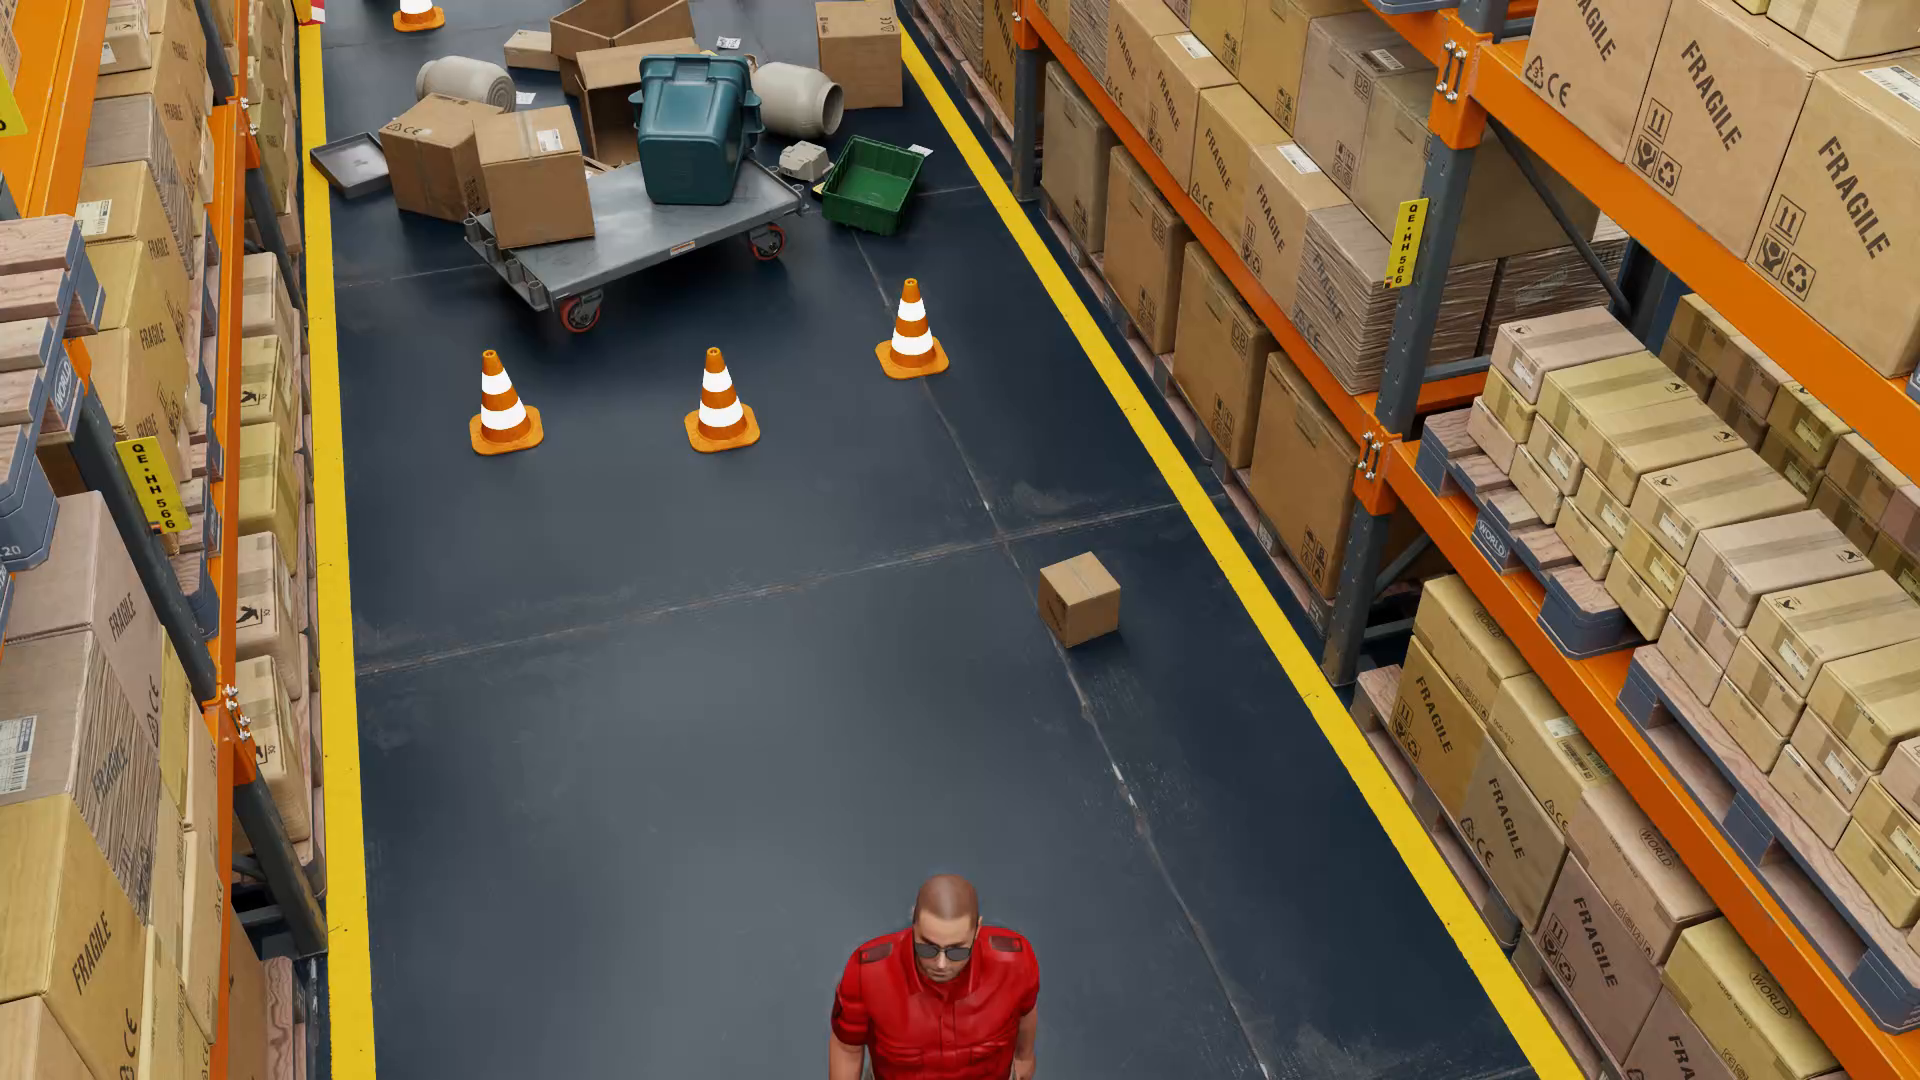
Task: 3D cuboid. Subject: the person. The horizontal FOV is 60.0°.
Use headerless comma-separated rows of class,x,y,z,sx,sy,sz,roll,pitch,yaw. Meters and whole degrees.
person,-0.065,1.512,4.491,0.561,1.673,1.037,0,42,0
